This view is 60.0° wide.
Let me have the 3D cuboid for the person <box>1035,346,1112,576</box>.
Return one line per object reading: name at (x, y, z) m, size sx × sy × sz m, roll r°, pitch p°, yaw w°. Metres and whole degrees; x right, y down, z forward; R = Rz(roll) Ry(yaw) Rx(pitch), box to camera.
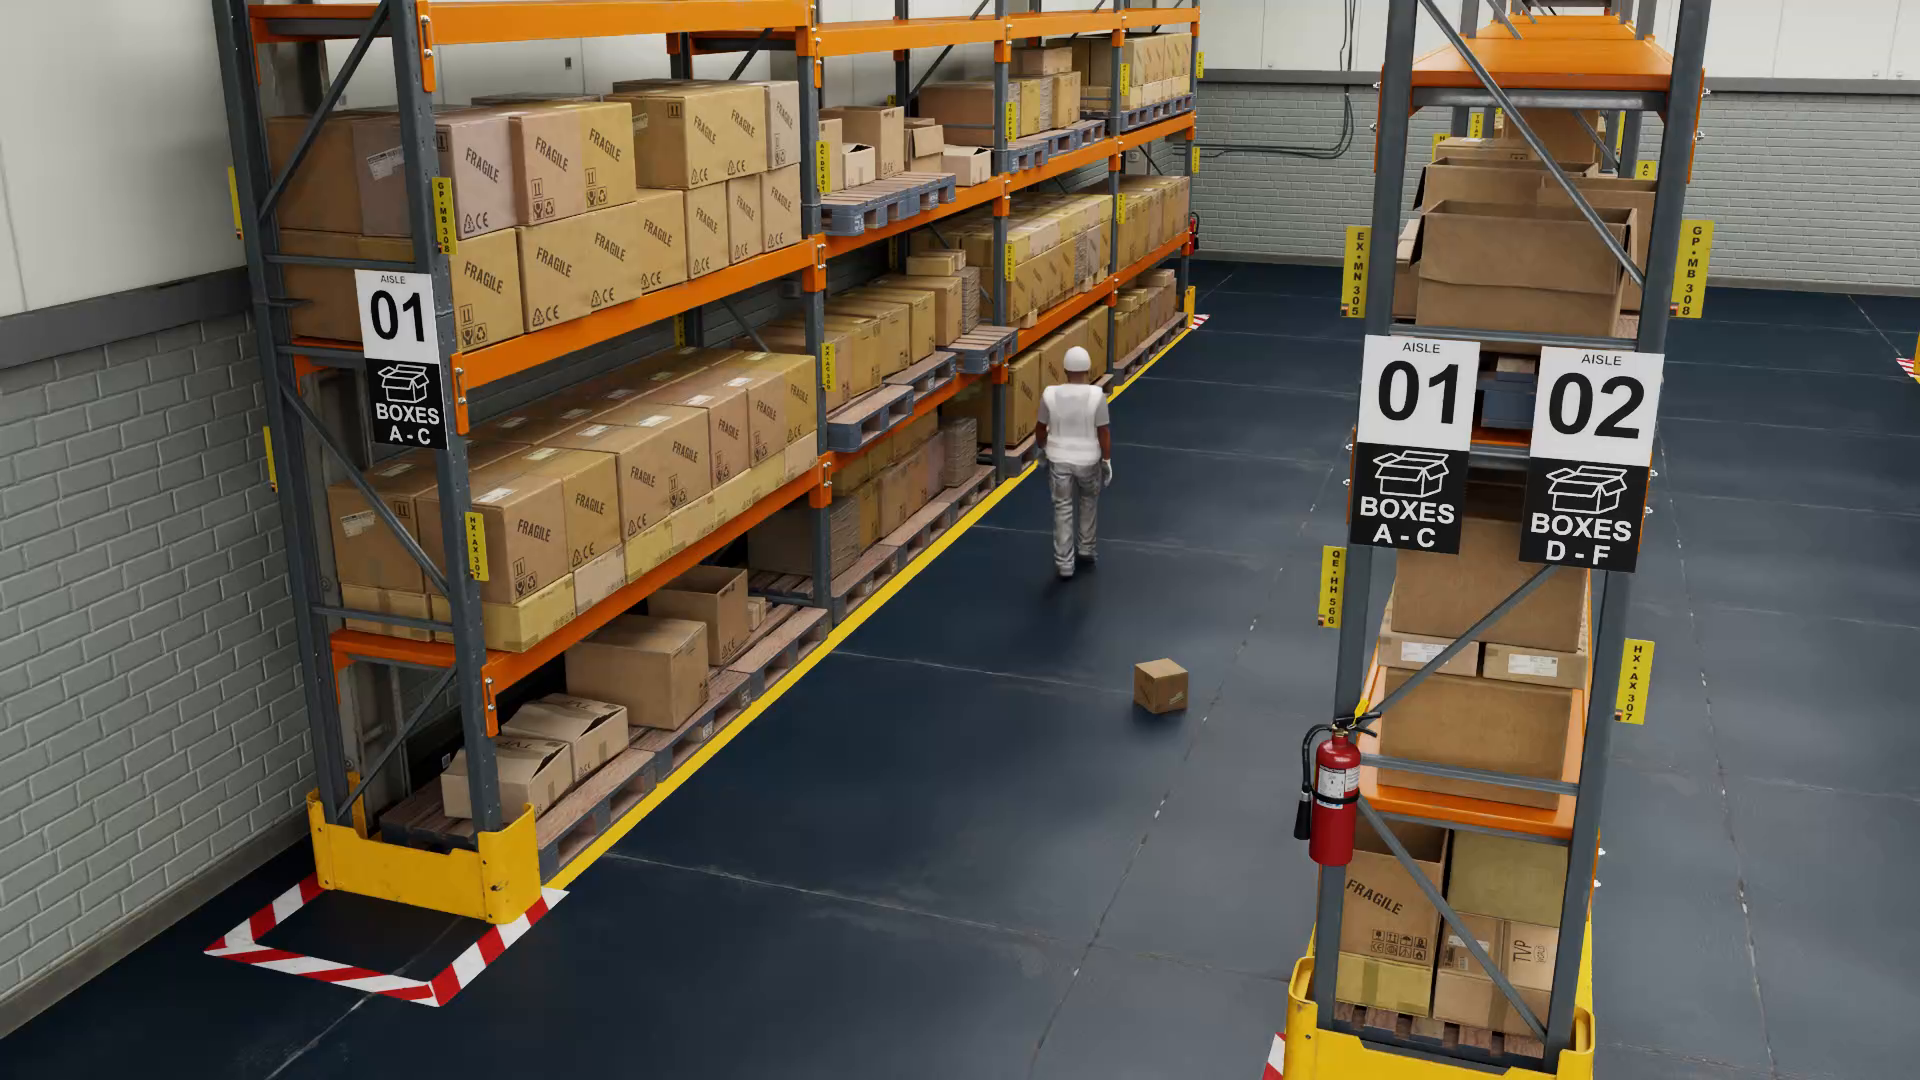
person at (0.886, -0.629, 12.925) m, size 0.603 × 1.818 × 0.756 m, roll 2°, pitch 19°, yaw 5°
